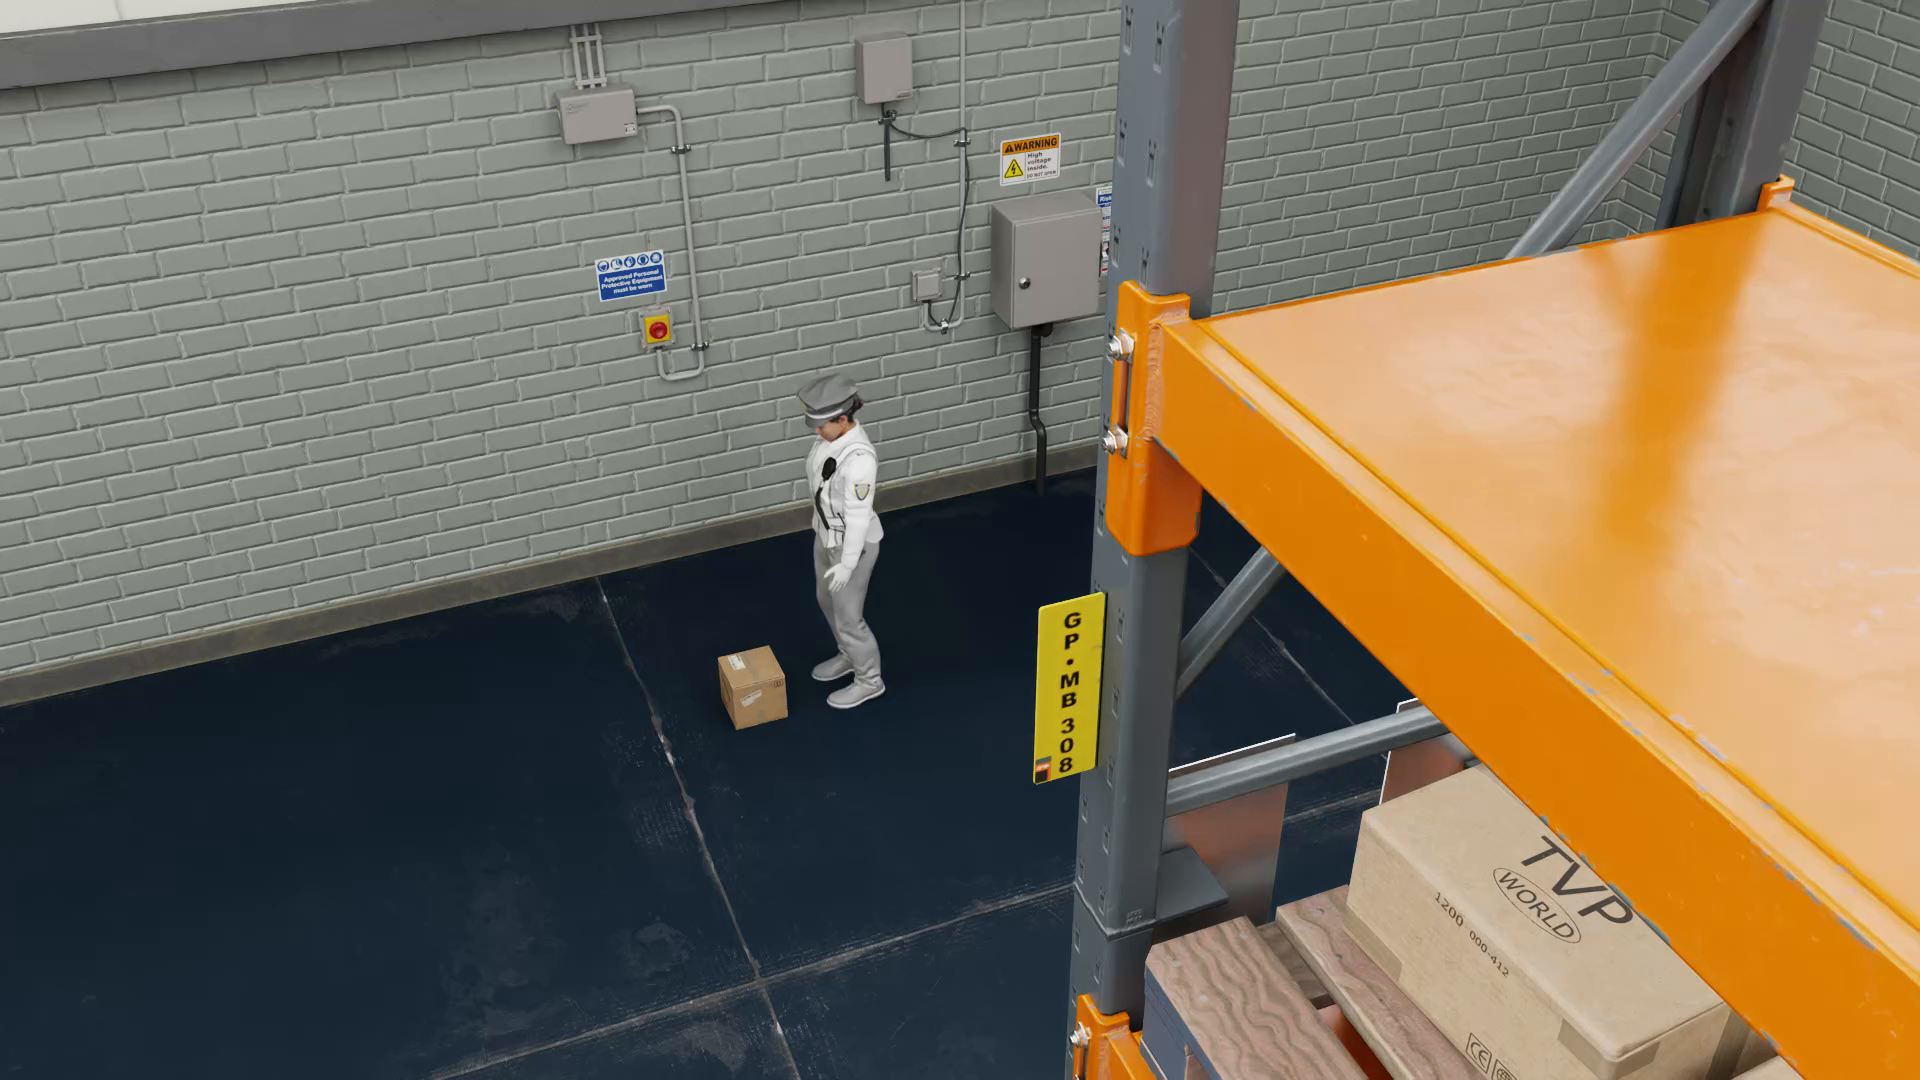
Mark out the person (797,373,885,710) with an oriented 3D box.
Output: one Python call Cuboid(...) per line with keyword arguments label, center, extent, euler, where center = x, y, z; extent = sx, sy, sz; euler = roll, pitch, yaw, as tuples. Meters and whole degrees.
Cuboid(label="person", center=(-0.520, 0.022, 7.505), extent=(0.338, 1.661, 0.476), euler=(-12, 36, -18))
